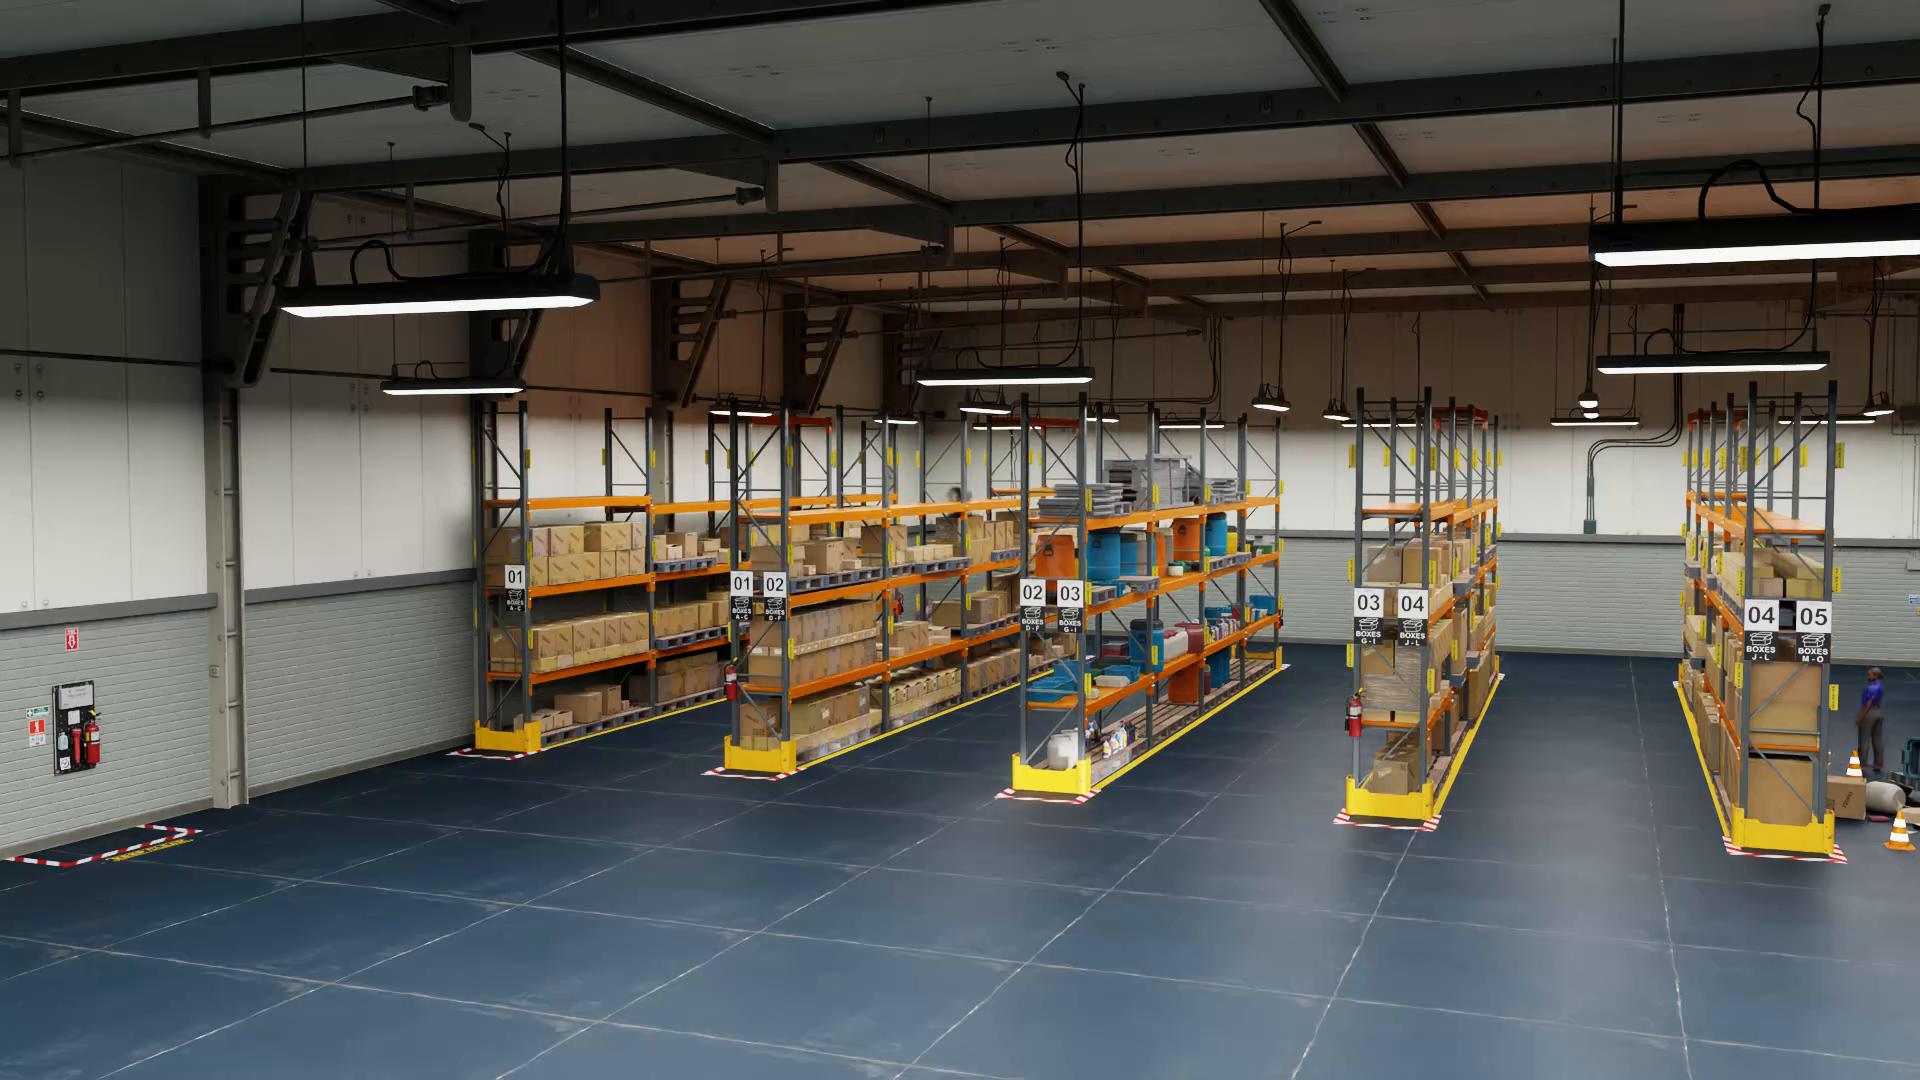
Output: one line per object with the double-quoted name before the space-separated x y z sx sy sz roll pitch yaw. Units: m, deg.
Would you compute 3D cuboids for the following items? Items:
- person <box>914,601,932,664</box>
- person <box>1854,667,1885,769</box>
"person" -0.920 2.216 40.953 0.492 1.615 0.695 1 3 13
"person" 14.640 2.876 26.810 0.568 1.663 0.393 -2 3 -29
